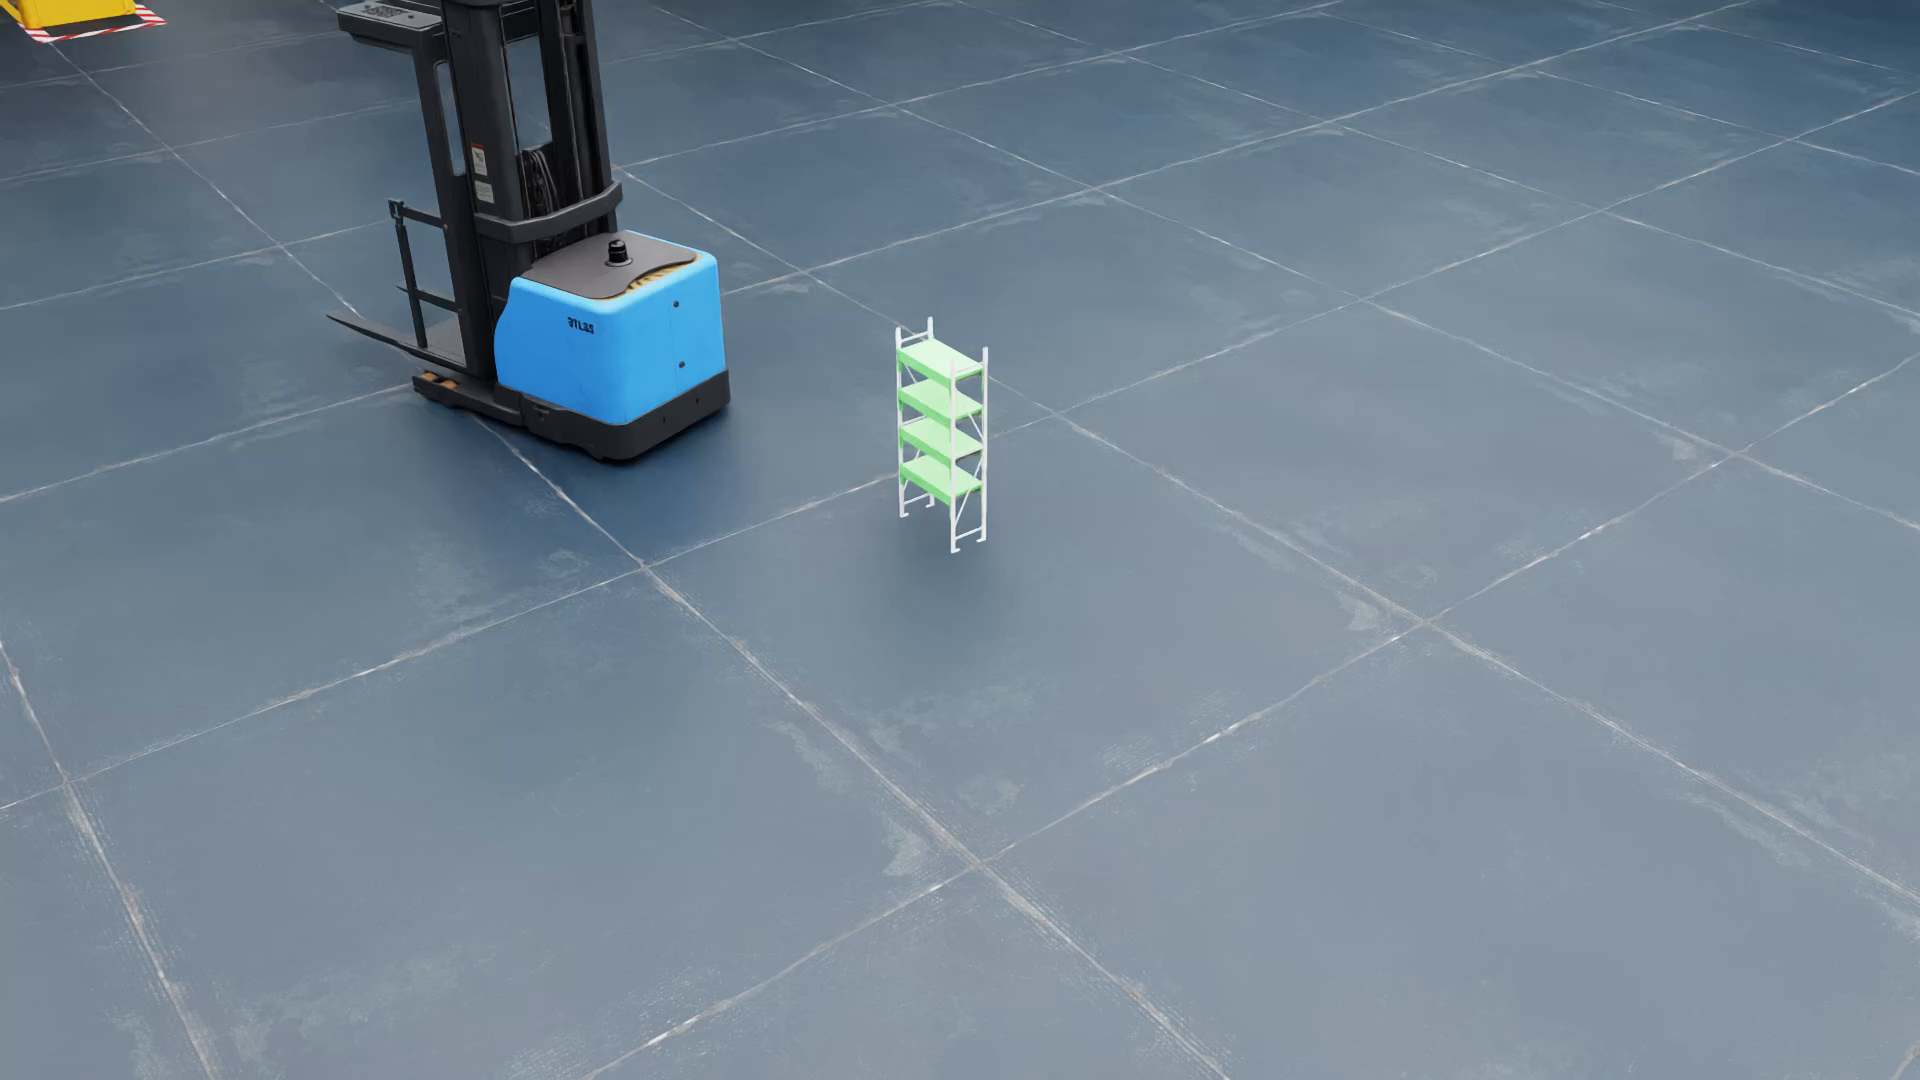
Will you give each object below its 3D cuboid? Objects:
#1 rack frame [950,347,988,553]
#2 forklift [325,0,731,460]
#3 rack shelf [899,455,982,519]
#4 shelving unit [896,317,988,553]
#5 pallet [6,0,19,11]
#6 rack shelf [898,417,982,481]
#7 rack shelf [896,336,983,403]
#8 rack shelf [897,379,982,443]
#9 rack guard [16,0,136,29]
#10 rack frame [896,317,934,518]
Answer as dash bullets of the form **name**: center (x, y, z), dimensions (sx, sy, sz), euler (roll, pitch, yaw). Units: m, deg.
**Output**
- **rack frame**: center (0.048, -0.477, 9.108), dimensions (0.240, 1.200, 0.015), euler (-22, 38, -31)
- **forklift**: center (-2.993, -2.329, 10.449), dimensions (3.031, 2.935, 1.130), euler (20, 37, 29)
- **rack shelf**: center (-0.102, -0.321, 9.432), dimensions (0.258, 0.148, 0.480), euler (-22, 38, -31)
- **shelving unit**: center (-0.101, -0.579, 9.271), dimensions (0.258, 1.200, 0.503), euler (-22, 38, -31)
- **pallet**: center (-10.630, -6.444, 19.653), dimensions (1.003, 0.211, 1.213), euler (-22, 38, -31)
- **rack shelf**: center (-0.101, -0.524, 9.305), dimensions (0.258, 0.148, 0.480), euler (-22, 38, -31)
- **rack shelf**: center (-0.101, -0.932, 9.052), dimensions (0.258, 0.148, 0.480), euler (-22, 38, -31)
- **rack shelf**: center (-0.101, -0.728, 9.178), dimensions (0.258, 0.148, 0.480), euler (-22, 38, -31)
- **rack guard**: center (-10.136, -6.227, 19.029), dimensions (1.175, 0.500, 0.348), euler (-22, 38, -31)
- **rack frame**: center (-0.251, -0.680, 9.435), dimensions (0.240, 1.200, 0.015), euler (-22, 38, -31)
